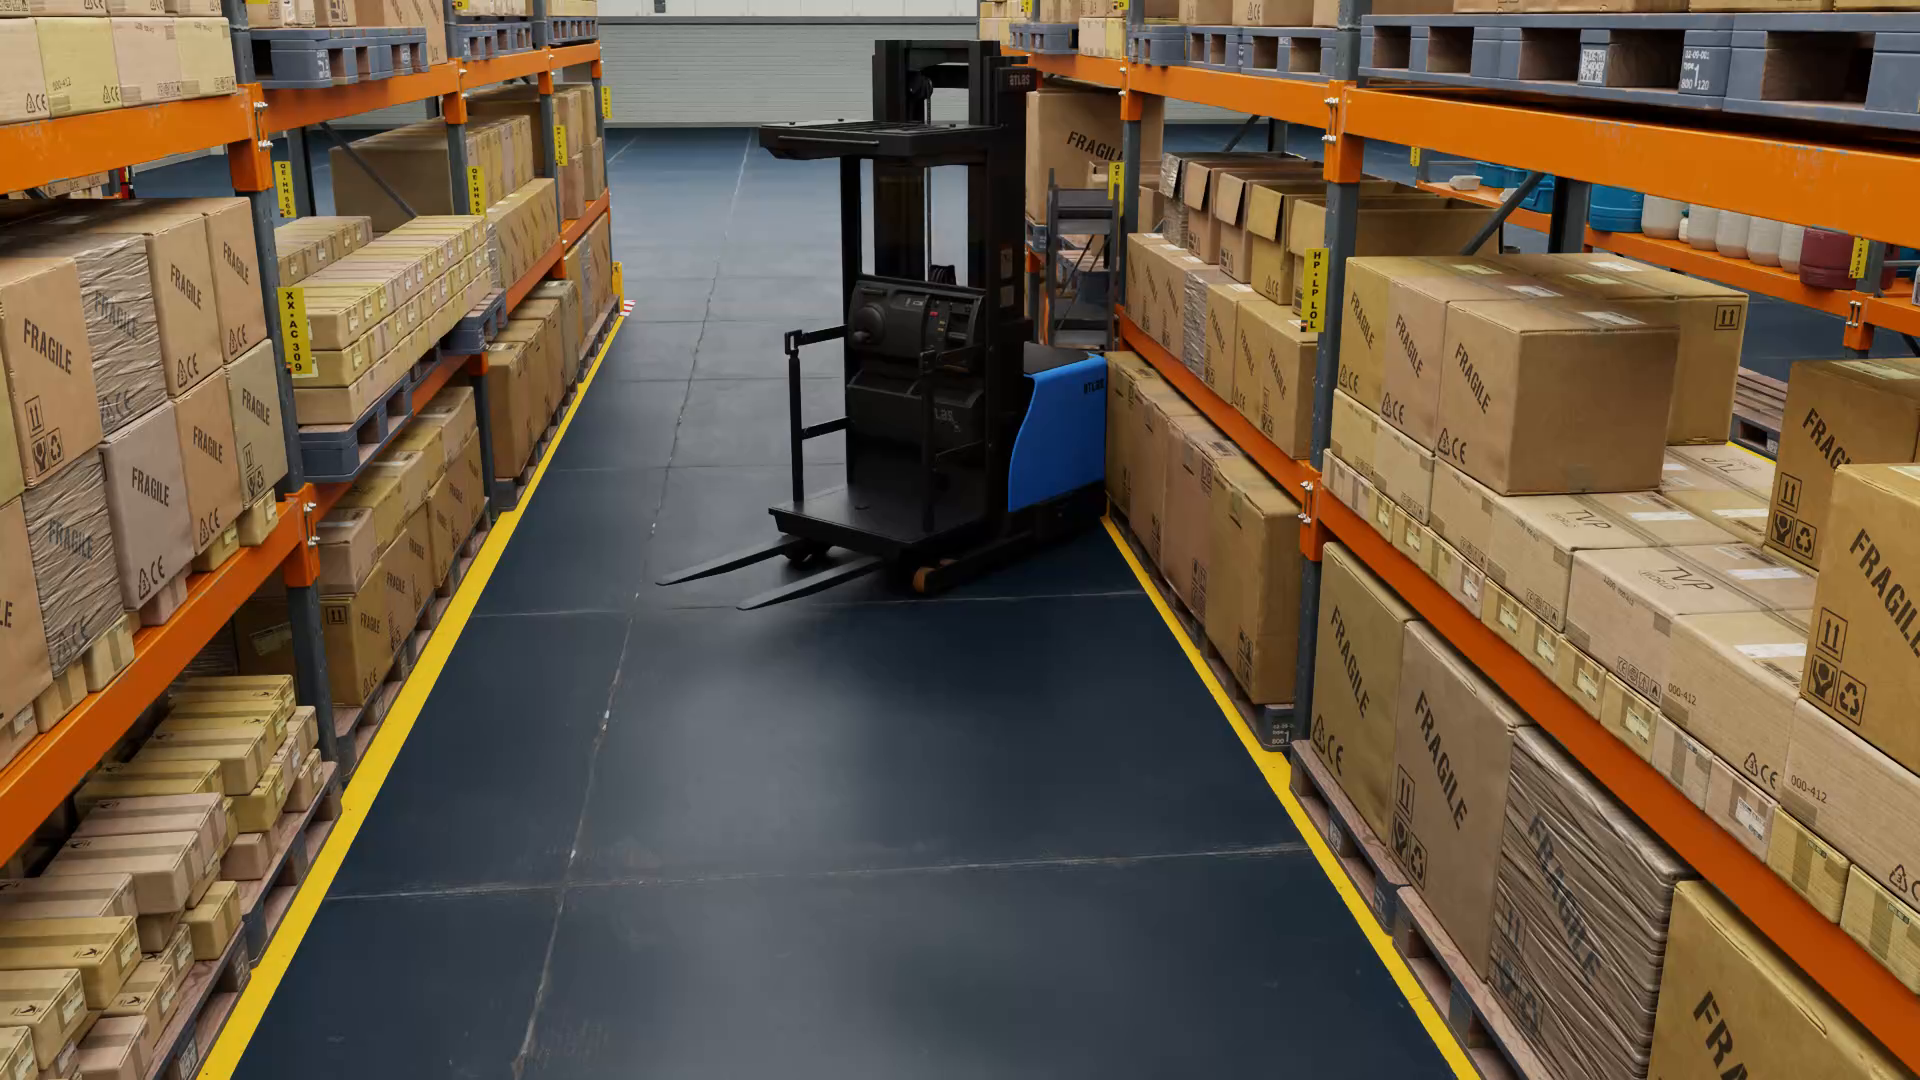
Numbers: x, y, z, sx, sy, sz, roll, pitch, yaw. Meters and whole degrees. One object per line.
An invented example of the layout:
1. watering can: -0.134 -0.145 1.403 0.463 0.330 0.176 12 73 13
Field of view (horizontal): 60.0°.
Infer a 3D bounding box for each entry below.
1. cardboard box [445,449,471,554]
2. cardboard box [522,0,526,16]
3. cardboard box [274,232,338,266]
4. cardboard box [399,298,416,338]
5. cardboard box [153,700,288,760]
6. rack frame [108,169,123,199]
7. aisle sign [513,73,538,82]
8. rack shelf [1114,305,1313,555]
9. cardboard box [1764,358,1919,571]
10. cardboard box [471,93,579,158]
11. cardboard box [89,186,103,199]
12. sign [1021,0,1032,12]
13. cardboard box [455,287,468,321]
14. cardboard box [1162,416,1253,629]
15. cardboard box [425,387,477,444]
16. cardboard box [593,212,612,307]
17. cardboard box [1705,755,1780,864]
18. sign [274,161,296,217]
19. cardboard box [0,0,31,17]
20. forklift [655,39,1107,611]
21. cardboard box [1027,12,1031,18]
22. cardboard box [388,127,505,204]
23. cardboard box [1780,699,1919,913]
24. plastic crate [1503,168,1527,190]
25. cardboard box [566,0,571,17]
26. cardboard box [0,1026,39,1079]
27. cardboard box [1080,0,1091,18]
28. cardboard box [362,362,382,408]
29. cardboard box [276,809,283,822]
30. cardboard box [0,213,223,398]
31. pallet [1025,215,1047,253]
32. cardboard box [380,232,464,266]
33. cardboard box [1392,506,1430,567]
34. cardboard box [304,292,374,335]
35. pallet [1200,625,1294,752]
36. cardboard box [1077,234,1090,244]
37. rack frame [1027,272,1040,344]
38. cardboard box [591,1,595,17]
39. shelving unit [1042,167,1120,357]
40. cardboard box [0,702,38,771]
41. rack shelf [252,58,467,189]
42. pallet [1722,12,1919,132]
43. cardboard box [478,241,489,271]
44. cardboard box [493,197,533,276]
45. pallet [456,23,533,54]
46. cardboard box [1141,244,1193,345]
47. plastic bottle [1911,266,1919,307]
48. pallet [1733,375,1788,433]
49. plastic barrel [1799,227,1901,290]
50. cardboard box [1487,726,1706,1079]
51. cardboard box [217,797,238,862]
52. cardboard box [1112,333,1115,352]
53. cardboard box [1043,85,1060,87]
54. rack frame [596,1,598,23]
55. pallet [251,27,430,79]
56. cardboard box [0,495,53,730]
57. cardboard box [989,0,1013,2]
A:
1. cardboard box: -3.062 -0.206 9.298 0.500 0.500 0.500 -1 17 -3
2. cardboard box: -3.620 -4.135 12.715 0.500 0.250 0.500 -2 17 -5
3. cardboard box: -3.506 -1.530 8.767 0.380 0.149 0.250 -3 18 -8
4. cardboard box: -2.723 -1.015 7.624 0.380 0.149 0.250 -1 17 -3
5. cardboard box: -2.665 0.699 6.006 0.380 0.149 0.250 -2 17 -5
6. rack frame: -9.178 -3.742 17.087 1.000 3.000 0.127 -2 18 -6
7. aisle sign: -4.570 -5.177 17.318 0.394 0.787 0.004 -2 18 -6
8. rack shelf: 1.711 -0.725 8.680 1.077 0.370 4.000 -2 18 -6
9. cardboard box: 2.438 -0.163 4.191 0.500 0.500 0.500 -2 18 -7
10. cardboard box: -3.947 -3.756 15.080 0.875 0.550 0.550 -2 18 -6
11. cardboard box: -8.790 -3.445 16.561 0.380 0.149 0.250 -2 18 -6
12. sign: 0.553 -4.515 13.679 0.100 0.325 0.005 -2 18 -6
13. cardboard box: -2.858 -1.264 8.913 0.380 0.149 0.250 -2 18 -6
14. cardboard box: 1.738 -0.115 8.383 1.225 0.875 0.875 -2 18 -8
15. cardboard box: -3.108 -0.711 9.654 0.500 0.250 0.500 -2 18 -7
16. cardboard box: -4.129 -2.911 17.288 0.875 0.875 0.875 -2 18 -5
17. cardboard box: 1.912 0.591 3.707 0.380 0.149 0.250 -2 18 -6
18. sign: -3.991 -2.075 9.847 0.100 0.325 0.005 -2 18 -6
19. cardboard box: -2.550 -1.352 3.882 0.500 0.250 0.500 -2 18 -8
20. forklift: -0.393 -1.253 9.273 1.130 2.935 3.031 14 22 37
21. cardboard box: 0.771 -4.494 14.060 0.380 0.149 0.250 -1 17 -4
22. cardboard box: -3.637 -2.656 11.792 0.700 0.500 0.500 -2 18 -6
23. cardboard box: 2.016 0.513 3.290 0.500 0.250 0.500 -2 18 -7
24. plastic crate: 6.017 -3.796 17.509 0.499 0.251 0.408 -2 18 -6
25. cardboard box: -3.658 -4.714 14.729 0.380 0.149 0.250 -2 18 -7
26. cardboard box: -2.485 1.323 4.020 0.380 0.149 0.250 -3 18 -8
27. cardboard box: 1.107 -3.816 11.316 0.500 0.500 0.500 -1 17 -5
28. cardboard box: -2.644 -0.644 6.938 0.380 0.149 0.250 -2 17 -5
29. cardboard box: -2.704 0.997 6.053 0.380 0.149 0.250 -1 17 -4
30. cardboard box: -2.651 -0.730 5.163 0.500 0.500 0.500 -2 18 -7
31. pallet: 1.026 -2.532 13.555 1.003 0.211 1.213 -2 18 -6
32. cardboard box: -2.851 -1.541 8.803 0.380 0.149 0.250 -1 17 -4
33. cardboard box: 1.700 -0.019 5.650 0.380 0.149 0.250 -2 18 -7
34. cardboard box: -2.645 -0.928 6.851 0.380 0.149 0.250 -1 17 -4
35. pallet: 1.763 0.630 7.817 1.003 0.211 1.213 -2 18 -6
36. cardboard box: 1.064 -2.289 11.983 0.396 0.266 0.258 -2 18 -7
37. rack frame: 1.092 -2.856 14.266 1.000 3.000 0.127 -2 18 -6
38. cardboard box: -3.868 -5.320 16.659 0.380 0.149 0.250 -2 18 -5
39. shelving unit: 0.752 -1.281 10.648 0.431 2.100 0.503 1 24 0
40. cardboard box: -2.527 0.470 4.091 0.380 0.149 0.250 -2 18 -7
41. rack shelf: -3.233 -2.033 7.838 1.077 0.370 4.000 -2 18 -6
42. pallet: 2.243 -0.890 3.145 1.003 0.211 1.213 -2 18 -6
43. cardboard box: -2.936 -1.630 9.584 0.380 0.149 0.250 -1 17 -5
44. cardboard box: -3.373 -2.181 11.949 0.500 0.500 0.500 -2 18 -6
45. pallet: -3.708 -3.801 12.588 0.805 0.209 1.217 -2 18 -8
46. cardboard box: 1.340 -1.405 9.478 0.500 0.500 0.500 -2 18 -7
47. plastic bottle: 6.154 -1.619 10.534 0.152 0.276 0.135 -2 18 -6
48. pallet: 6.267 -1.081 13.269 1.003 0.211 1.213 -2 18 -6
49. plastic barrel: 6.082 -2.011 11.348 0.600 0.536 0.708 -2 18 -6
50. cardboard box: 2.090 1.073 4.597 0.875 0.875 0.875 -2 18 -6
51. cardboard box: -2.664 0.990 5.578 0.380 0.149 0.250 -2 18 -5
52. cardboard box: 1.341 -1.396 11.802 0.500 0.250 0.500 0 17 1
53. cardboard box: 0.668 -3.946 15.406 0.500 0.500 0.500 -2 18 -6
54. rack frame: -4.265 -6.787 16.771 1.000 3.000 0.127 -2 18 -6
55. pallet: -3.095 -2.187 7.441 1.213 0.211 1.003 -2 18 -6
56. cardboard box: -2.504 0.205 3.851 0.500 0.500 0.500 -2 17 -5
57. cardboard box: 0.564 -5.456 16.043 0.500 0.500 0.500 -2 18 -6
